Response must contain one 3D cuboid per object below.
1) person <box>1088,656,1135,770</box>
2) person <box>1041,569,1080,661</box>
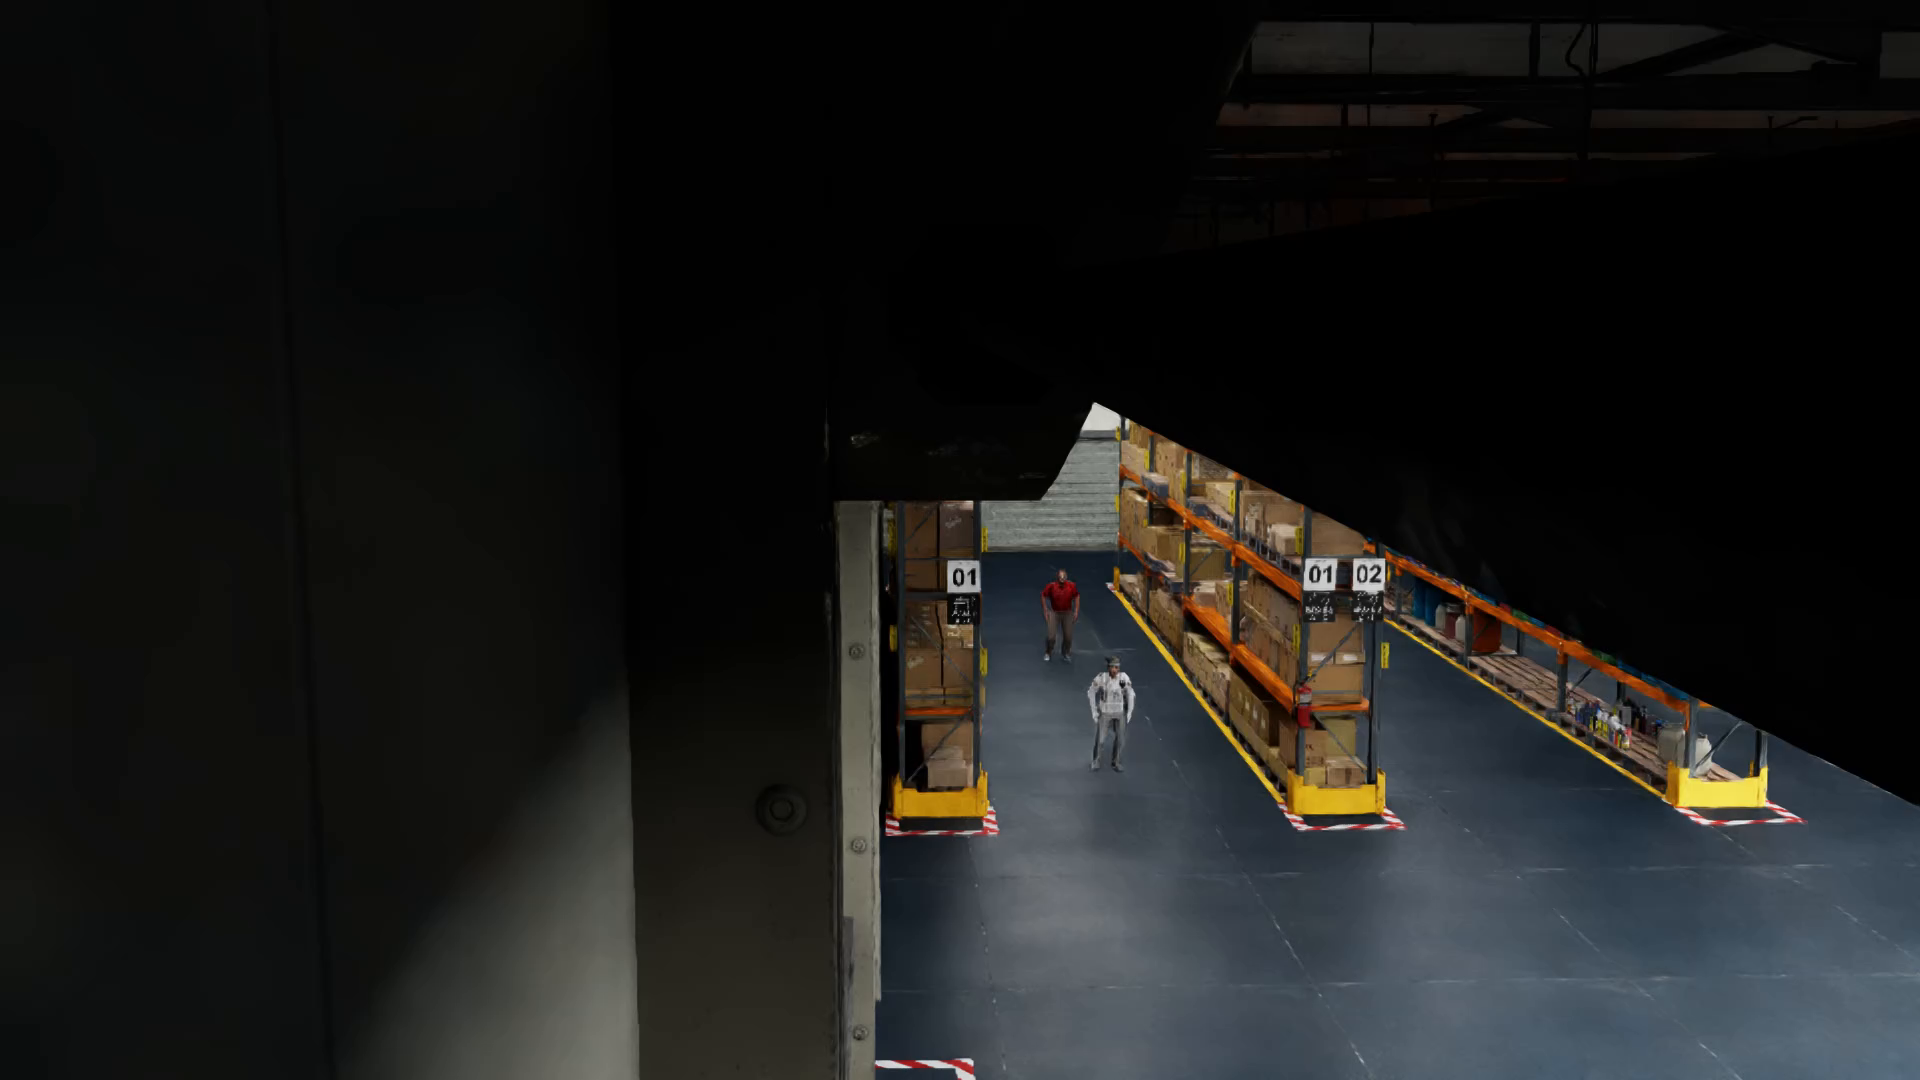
[{"bbox_3d":[2.037,2.319,22.417,0.639,1.632,0.512,-1,8,-4],"label":"person"},{"bbox_3d":[1.761,1.311,29.224,0.682,1.675,0.535,-1,8,-4],"label":"person"}]
